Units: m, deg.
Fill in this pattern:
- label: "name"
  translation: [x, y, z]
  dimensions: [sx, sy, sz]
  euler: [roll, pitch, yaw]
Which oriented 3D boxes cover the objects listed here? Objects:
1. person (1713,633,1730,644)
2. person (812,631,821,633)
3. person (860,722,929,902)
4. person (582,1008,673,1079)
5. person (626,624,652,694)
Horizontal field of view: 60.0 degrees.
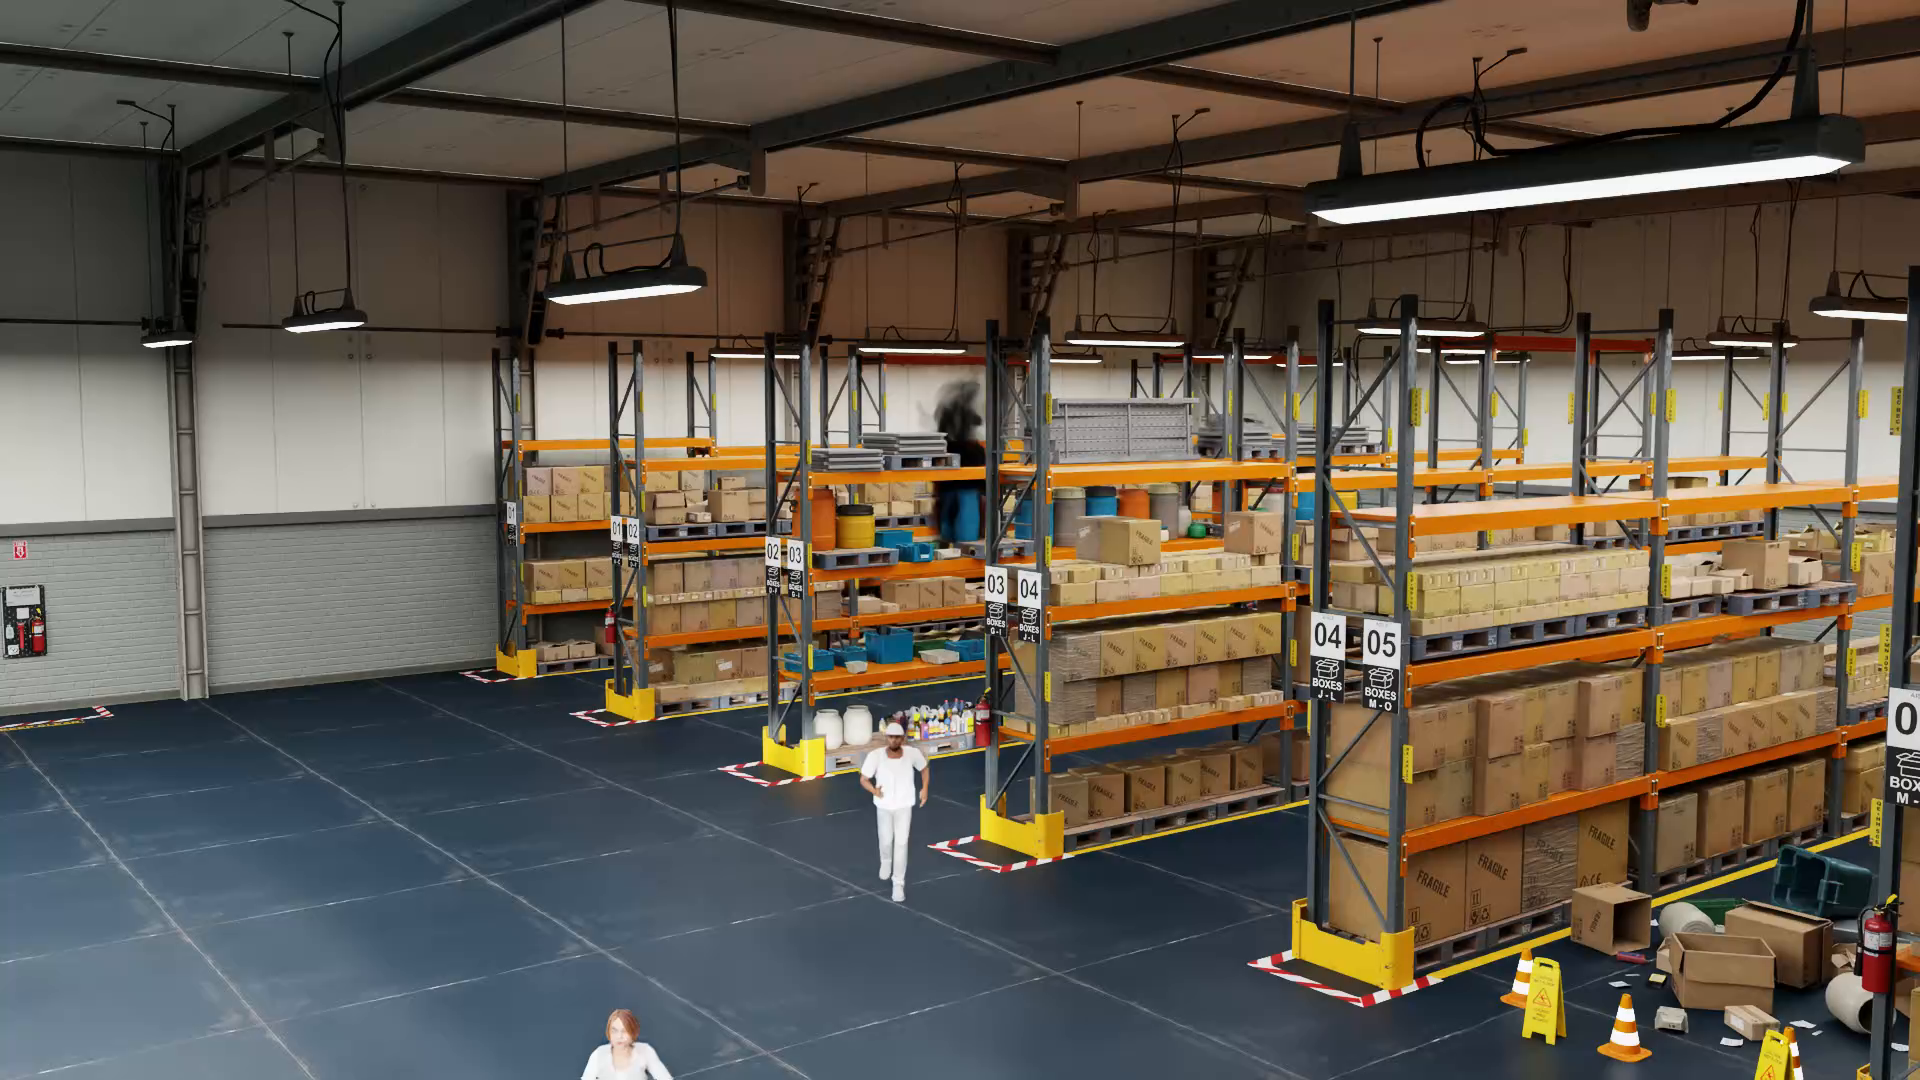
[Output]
- label: "person"
  translation: [11.184, 2.155, 24.517]
  dimensions: [0.752, 1.763, 0.663]
  euler: [-4, 6, -39]
- label: "person"
  translation: [-2.684, 1.590, 30.950]
  dimensions: [0.970, 1.653, 0.574]
  euler: [-5, 7, -43]
- label: "person"
  translation: [-0.678, 2.768, 17.281]
  dimensions: [0.725, 1.784, 0.863]
  euler: [0, 5, -2]
- label: "person"
  translation: [-1.978, 3.528, 9.849]
  dimensions: [0.564, 1.585, 0.585]
  euler: [-1, 5, -7]
- label: "person"
  translation: [-5.421, 1.823, 28.640]
  dimensions: [0.585, 1.644, 0.667]
  euler: [-4, 7, -42]
